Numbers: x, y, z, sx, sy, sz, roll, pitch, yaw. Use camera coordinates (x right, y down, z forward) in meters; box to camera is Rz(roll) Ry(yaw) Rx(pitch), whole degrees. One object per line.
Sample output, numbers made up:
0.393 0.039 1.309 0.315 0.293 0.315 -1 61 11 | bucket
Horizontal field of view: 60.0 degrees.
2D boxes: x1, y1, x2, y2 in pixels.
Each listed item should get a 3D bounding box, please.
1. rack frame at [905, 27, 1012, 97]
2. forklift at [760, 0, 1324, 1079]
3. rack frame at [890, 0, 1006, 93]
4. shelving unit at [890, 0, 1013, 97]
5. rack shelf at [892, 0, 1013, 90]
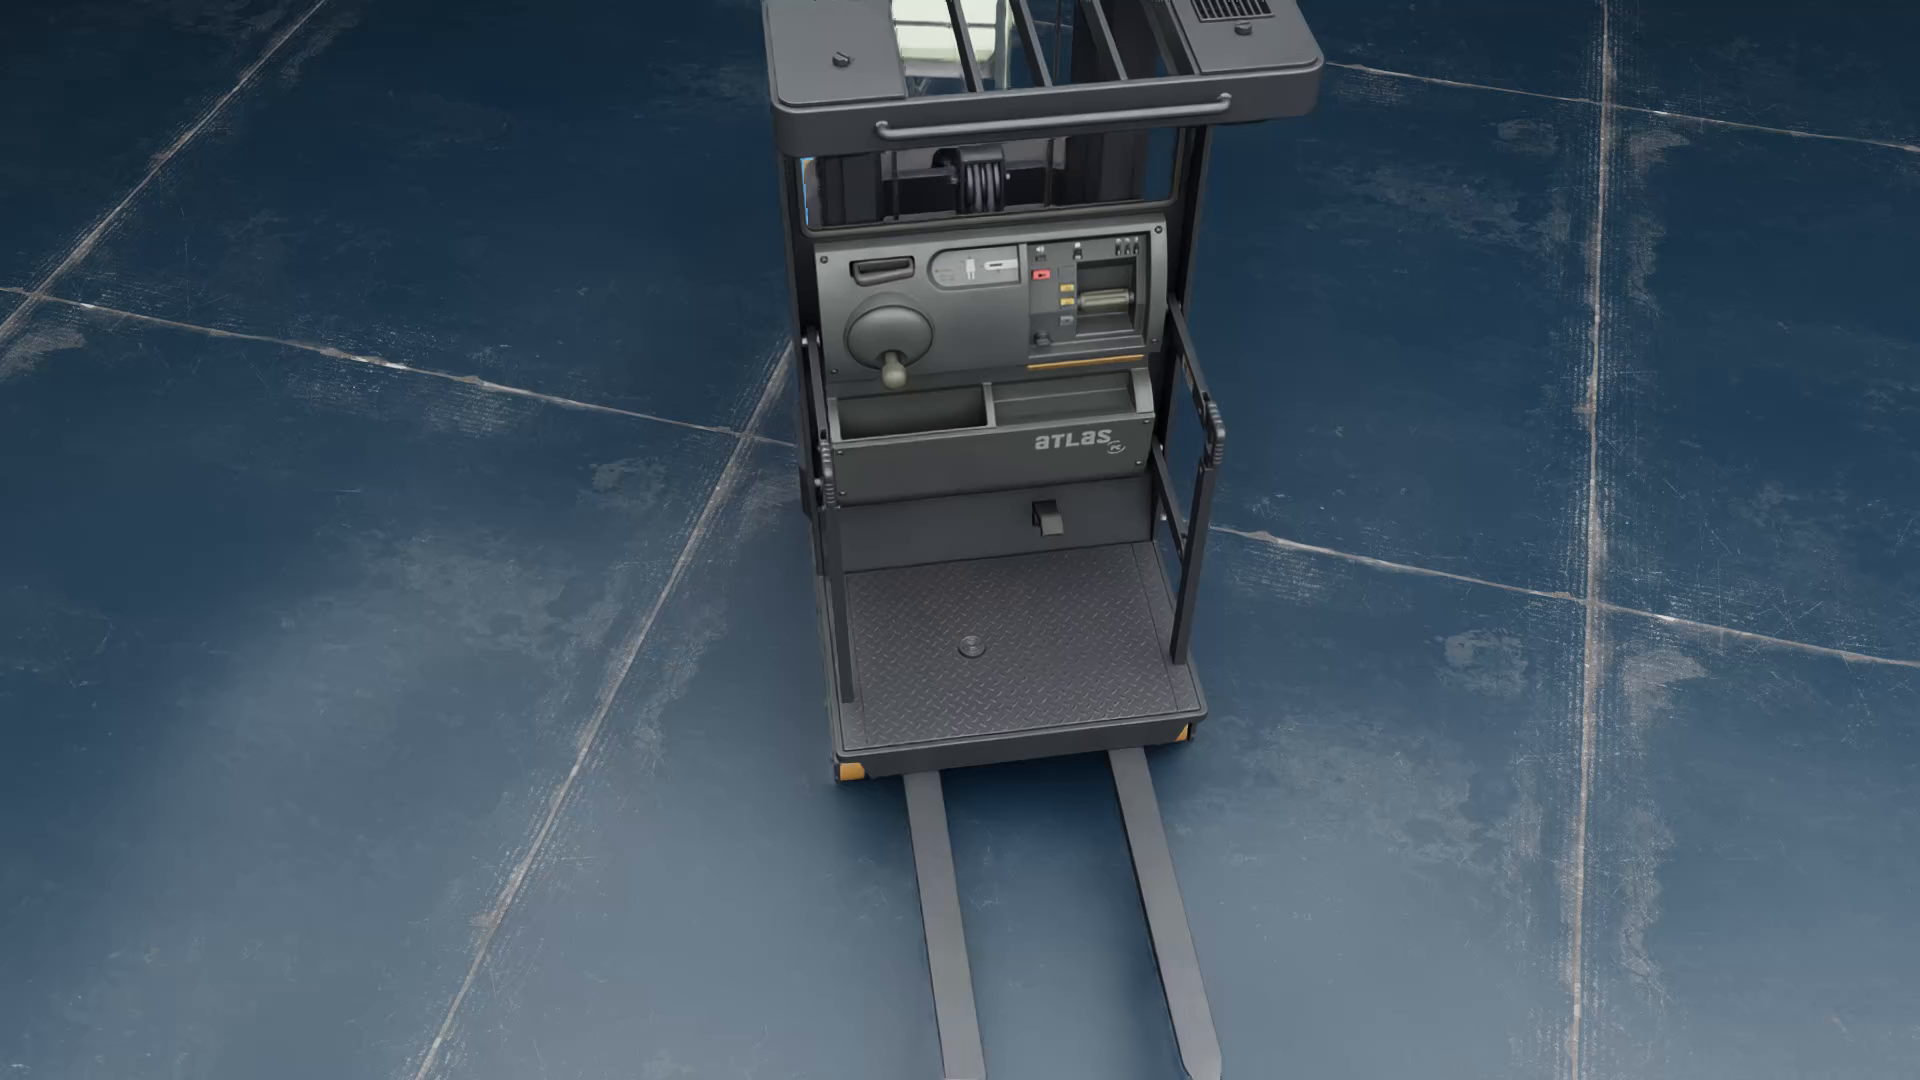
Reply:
-0.008 -1.785 6.325 0.400 1.500 0.023 3 49 2 | rack frame
0.121 -0.525 4.259 1.130 2.935 3.031 -6 49 -5 | forklift
-0.053 -1.237 5.841 0.400 1.500 0.023 3 49 2 | rack frame
-0.031 -1.511 6.083 0.431 1.500 0.755 3 49 2 | shelving unit
-0.031 -1.769 5.790 0.431 0.370 0.720 3 49 2 | rack shelf
